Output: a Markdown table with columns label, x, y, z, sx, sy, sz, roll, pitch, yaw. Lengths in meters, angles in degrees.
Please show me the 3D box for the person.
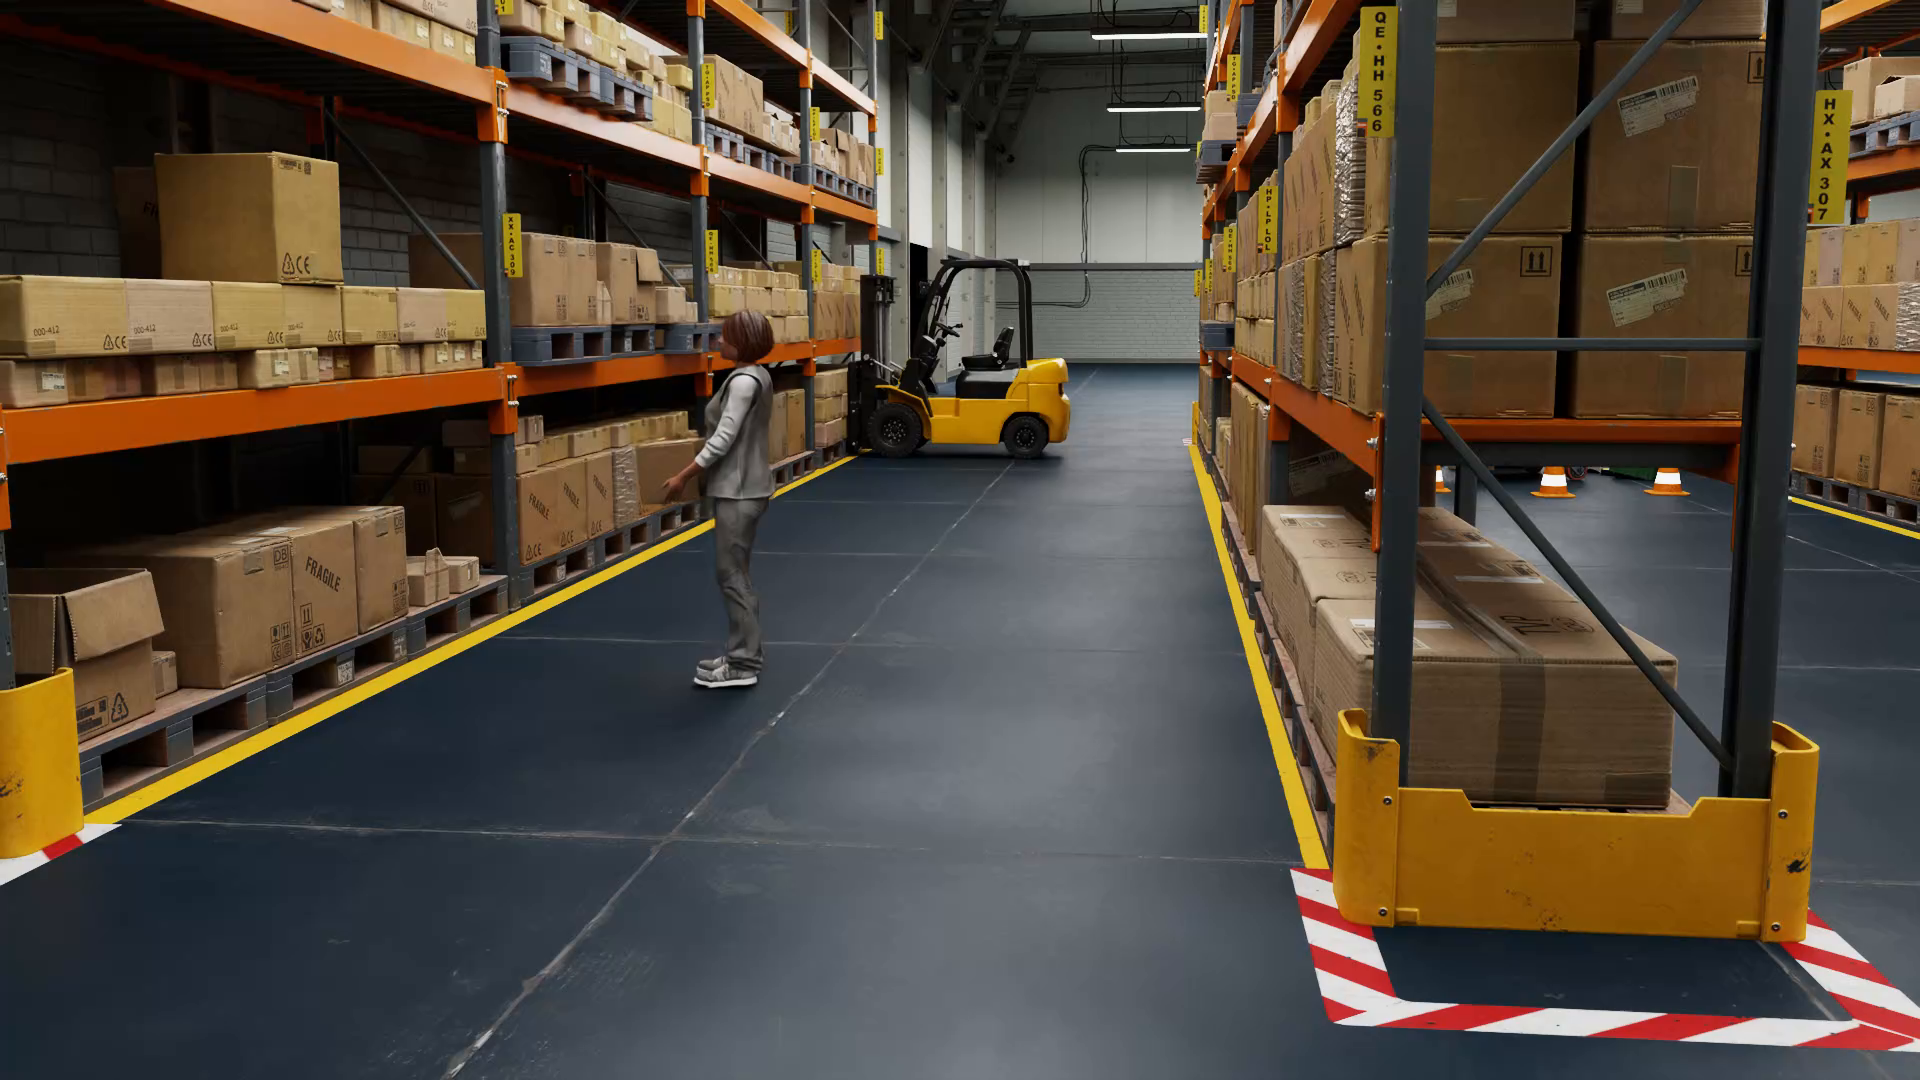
| label | x | y | z | sx | sy | sz | roll | pitch | yaw |
| --- | --- | --- | --- | --- | --- | --- | --- | --- | --- |
| person | -1.023 | -0.171 | 7.088 | 0.473 | 1.593 | 0.428 | 0 | 8 | -1 |
